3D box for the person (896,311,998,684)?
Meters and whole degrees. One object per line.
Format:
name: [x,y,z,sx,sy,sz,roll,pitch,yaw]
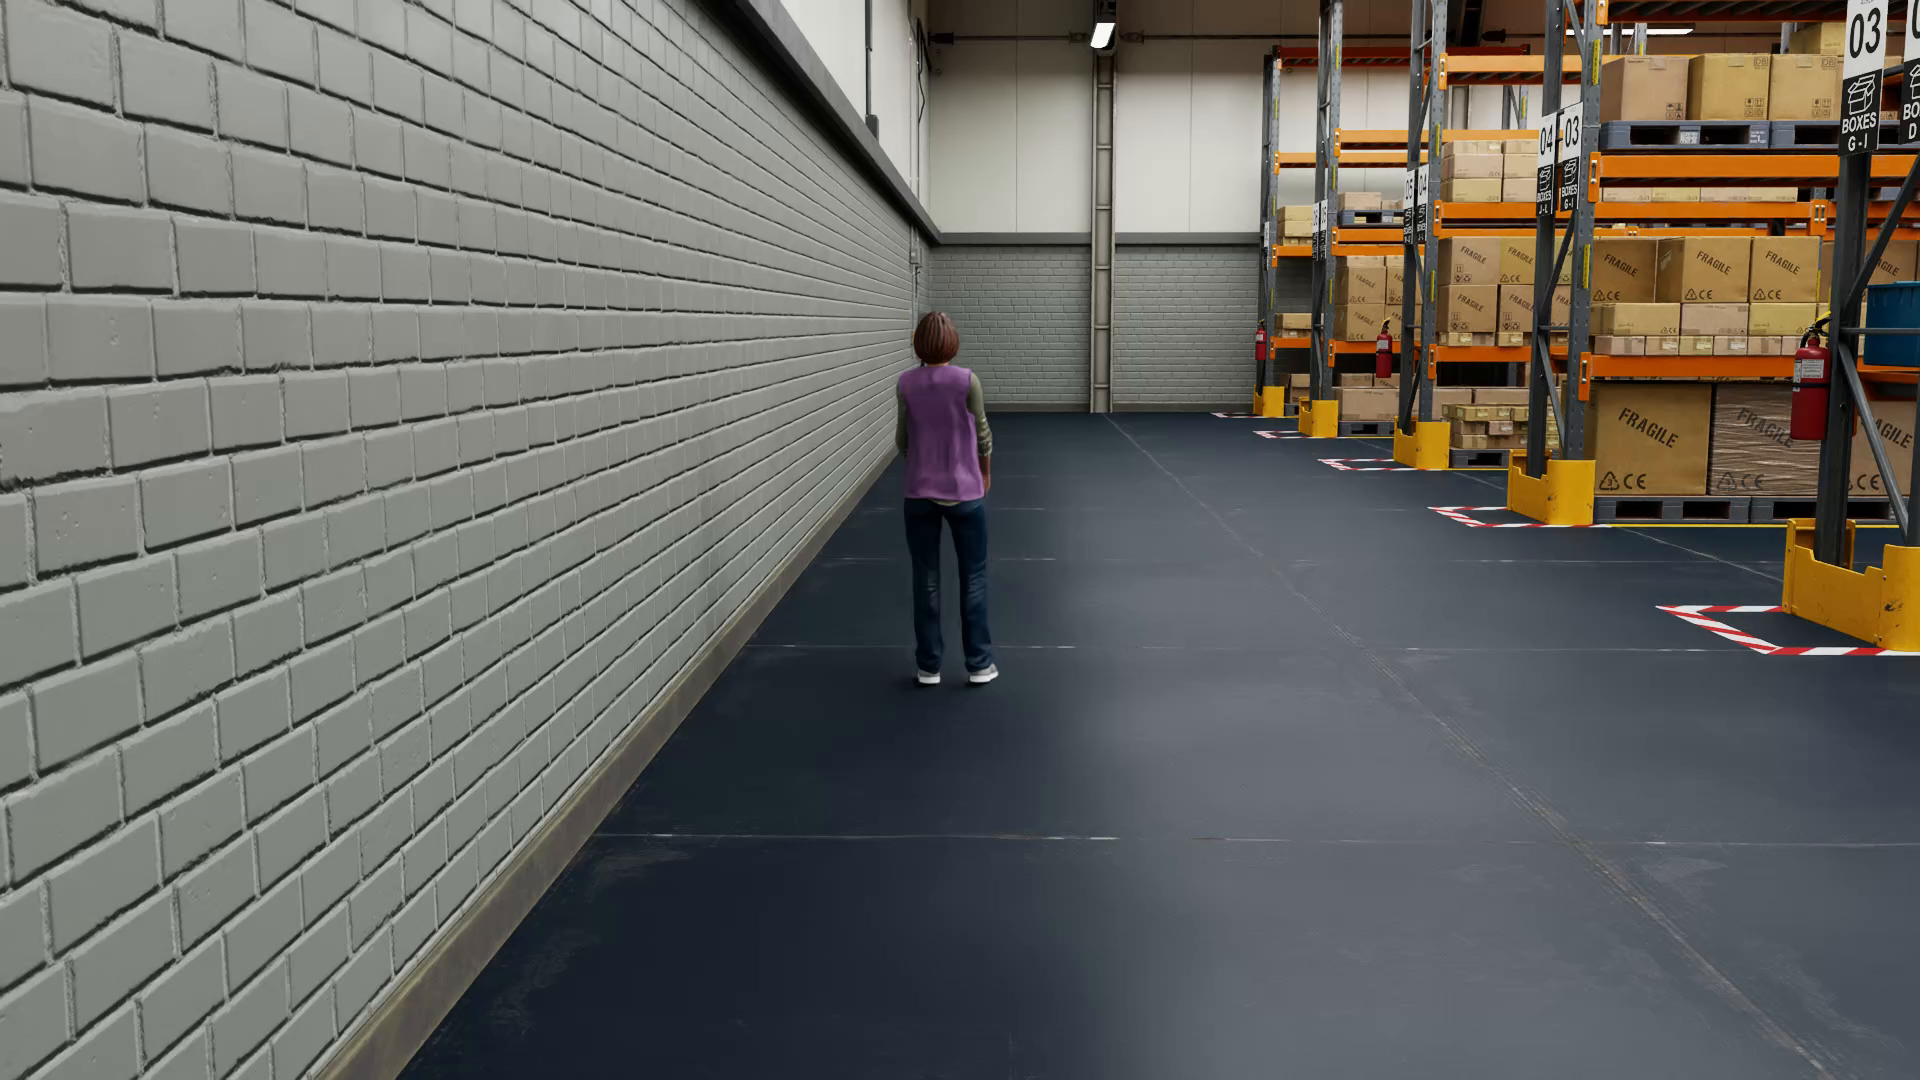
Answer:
person: [-0.062,-0.179,7.165,0.425,1.601,0.458,2,8,12]
